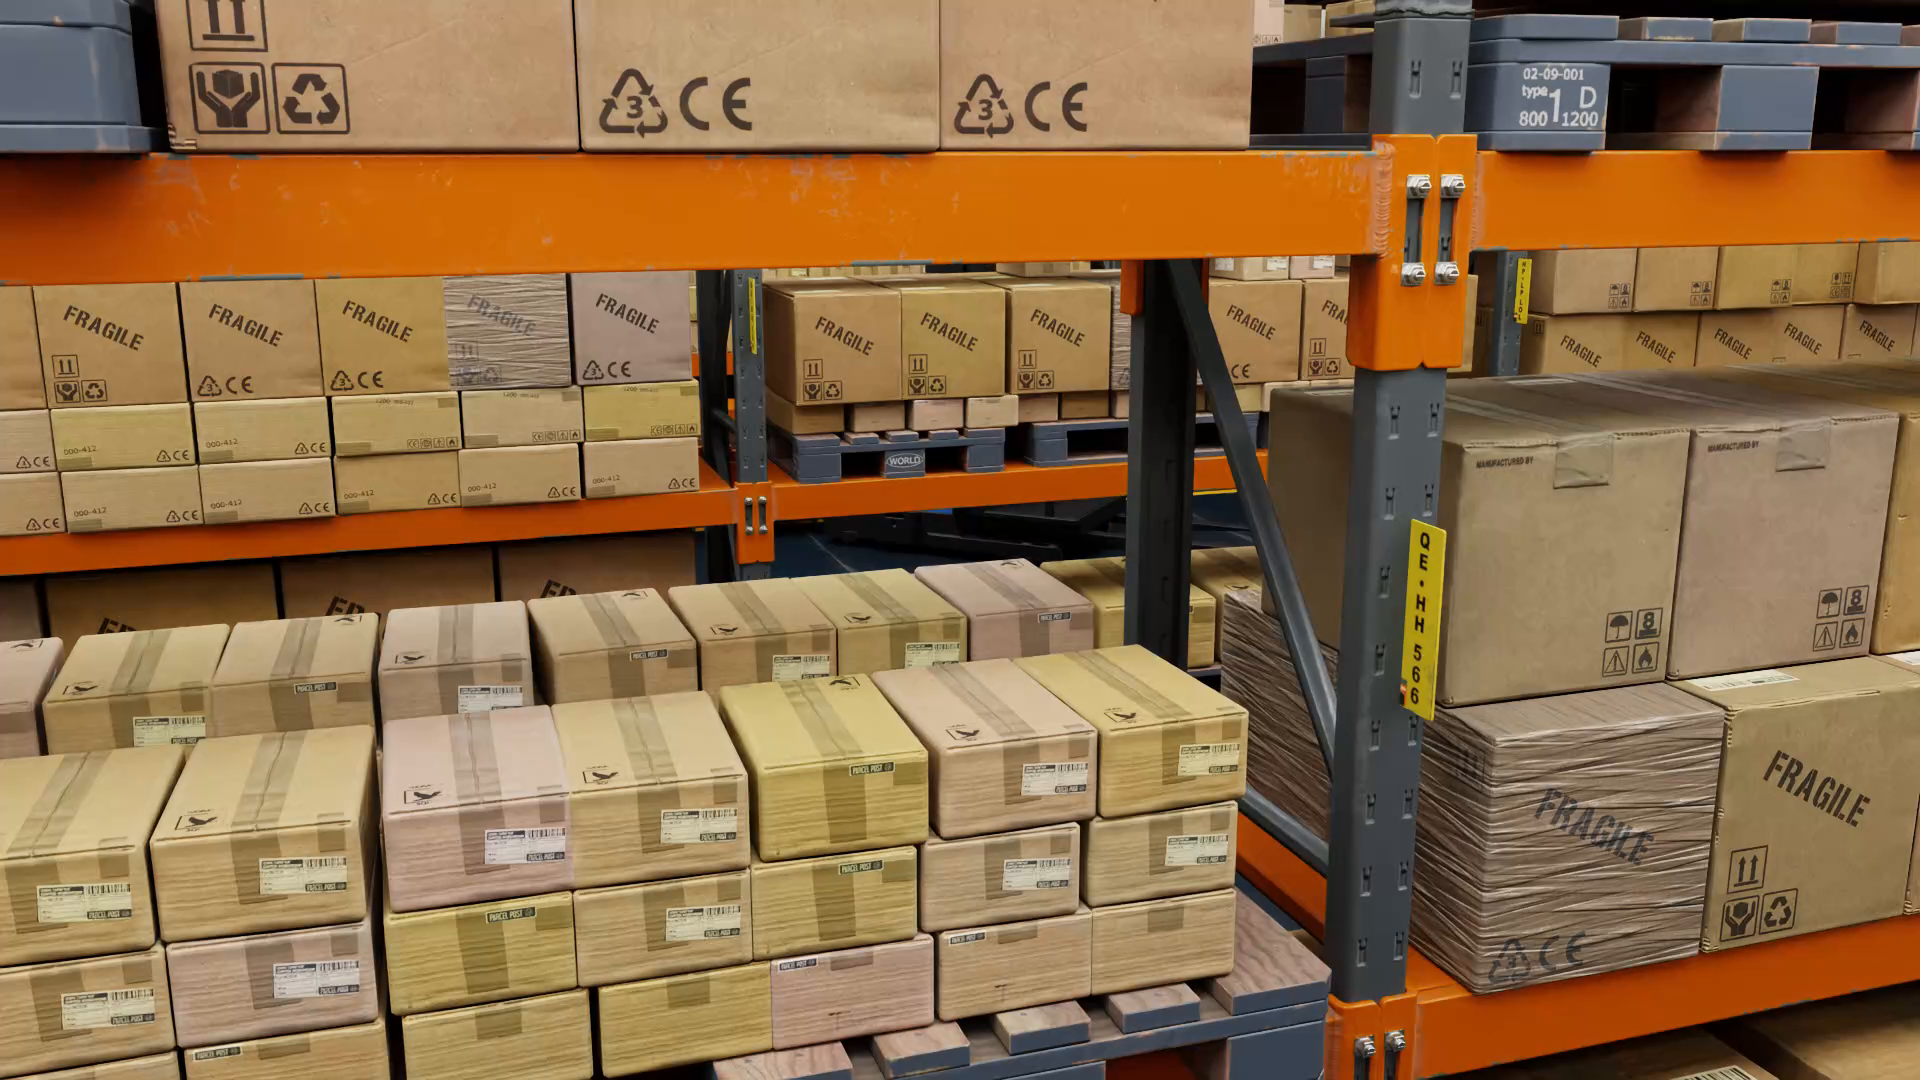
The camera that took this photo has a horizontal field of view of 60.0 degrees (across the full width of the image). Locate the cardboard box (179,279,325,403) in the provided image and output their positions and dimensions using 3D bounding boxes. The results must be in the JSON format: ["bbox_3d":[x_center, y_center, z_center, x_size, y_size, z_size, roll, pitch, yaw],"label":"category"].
[{"bbox_3d":[-2.933,-0.868,6.932,0.500,0.500,0.500,-5,14,-19],"label":"cardboard box"}]

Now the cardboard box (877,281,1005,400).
[{"bbox_3d":[-0.096,-0.959,7.925,0.500,0.500,0.500,-4,14,-15],"label":"cardboard box"}]

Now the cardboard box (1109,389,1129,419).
[{"bbox_3d":[0.826,-0.713,8.292,0.250,0.149,0.380,-4,14,-16],"label":"cardboard box"}]

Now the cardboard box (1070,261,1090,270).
[{"bbox_3d":[0.863,-2.213,13.345,0.250,0.149,0.380,-4,14,-16],"label":"cardboard box"}]

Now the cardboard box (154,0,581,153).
[{"bbox_3d":[-0.819,-0.795,2.304,0.500,0.500,0.500,-4,14,-18],"label":"cardboard box"}]

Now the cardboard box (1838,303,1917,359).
[{"bbox_3d":[5.116,-1.150,9.636,0.500,0.500,0.500,-5,14,-18],"label":"cardboard box"}]

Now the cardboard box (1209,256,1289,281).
[{"bbox_3d":[1.436,-1.384,8.313,0.250,0.149,0.380,-5,14,-20],"label":"cardboard box"}]

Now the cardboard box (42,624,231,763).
[{"bbox_3d":[-1.396,0.275,2.856,0.250,0.149,0.380,-5,14,-19],"label":"cardboard box"}]

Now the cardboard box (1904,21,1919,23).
[{"bbox_3d":[2.304,-1.209,3.332,0.500,0.311,0.500,-5,14,-19],"label":"cardboard box"}]

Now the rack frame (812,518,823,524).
[{"bbox_3d":[-1.040,-0.638,12.395,0.032,1.125,0.500,-5,14,-19],"label":"rack frame"}]

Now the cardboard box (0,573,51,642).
[{"bbox_3d":[-4.317,0.523,7.148,0.875,0.875,0.875,-4,14,-16],"label":"cardboard box"}]

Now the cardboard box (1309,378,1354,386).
[{"bbox_3d":[1.815,-0.775,8.554,0.250,0.149,0.380,-5,14,-19],"label":"cardboard box"}]

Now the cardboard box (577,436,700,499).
[{"bbox_3d":[-1.485,-0.372,7.547,0.500,0.250,0.500,-5,14,-20],"label":"cardboard box"}]

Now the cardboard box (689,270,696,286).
[{"bbox_3d":[-2.026,-1.970,12.326,0.250,0.149,0.380,-4,14,-17],"label":"cardboard box"}]

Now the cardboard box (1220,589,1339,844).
[{"bbox_3d":[0.928,0.399,3.769,0.500,0.500,0.500,-4,14,-18],"label":"cardboard box"}]

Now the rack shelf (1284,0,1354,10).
[{"bbox_3d":[3.012,-4.444,13.798,4.000,0.370,1.077,-4,14,-18],"label":"rack shelf"}]

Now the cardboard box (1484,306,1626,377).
[{"bbox_3d":[3.209,-0.999,9.000,0.500,0.500,0.500,-4,14,-18],"label":"cardboard box"}]

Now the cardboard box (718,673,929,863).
[{"bbox_3d":[-0.219,0.342,2.572,0.250,0.149,0.380,-4,14,-16],"label":"cardboard box"}]

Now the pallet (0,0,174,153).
[{"bbox_3d":[-1.604,-0.633,2.244,1.003,0.211,1.213,-4,14,-18],"label":"pallet"}]

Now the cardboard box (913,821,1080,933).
[{"bbox_3d":[0.011,0.469,2.681,0.250,0.149,0.380,-4,14,-16],"label":"cardboard box"}]

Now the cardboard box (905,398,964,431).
[{"bbox_3d":[-0.168,-0.628,7.935,0.250,0.149,0.380,-5,14,-22],"label":"cardboard box"}]

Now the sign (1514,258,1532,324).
[{"bbox_3d":[2.883,-1.276,8.522,0.005,0.325,0.100,-4,14,-18],"label":"sign"}]

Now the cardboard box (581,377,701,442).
[{"bbox_3d":[-1.466,-0.618,7.501,0.500,0.250,0.500,-5,14,-18],"label":"cardboard box"}]

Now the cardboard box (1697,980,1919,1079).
[{"bbox_3d":[2.020,1.339,3.985,0.750,0.750,1.050,-4,14,-17],"label":"cardboard box"}]

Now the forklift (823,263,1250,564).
[{"bbox_3d":[0.571,-1.365,11.549,3.031,2.935,1.130,6,15,24],"label":"forklift"}]

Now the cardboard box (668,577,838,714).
[{"bbox_3d":[-0.401,0.197,3.182,0.250,0.149,0.380,-5,14,-18],"label":"cardboard box"}]

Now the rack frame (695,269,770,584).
[{"bbox_3d":[-1.088,-0.539,7.926,0.127,3.000,1.000,-4,14,-18],"label":"rack frame"}]

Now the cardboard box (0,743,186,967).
[{"bbox_3d":[-1.205,0.419,2.250,0.250,0.149,0.380,-4,14,-16],"label":"cardboard box"}]

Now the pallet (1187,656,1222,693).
[{"bbox_3d":[0.807,0.671,8.864,1.213,0.211,1.003,-4,14,-18],"label":"pallet"}]

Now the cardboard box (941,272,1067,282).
[{"bbox_3d":[0.218,-1.109,8.557,0.500,0.500,0.500,-5,14,-22],"label":"cardboard box"}]

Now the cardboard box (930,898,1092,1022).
[{"bbox_3d":[0.029,0.613,2.721,0.250,0.149,0.380,-4,14,-18],"label":"cardboard box"}]

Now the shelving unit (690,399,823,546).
[{"bbox_3d":[-1.519,-0.599,12.231,1.048,1.125,0.538,-5,14,-19],"label":"shelving unit"}]

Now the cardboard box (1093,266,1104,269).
[{"bbox_3d":[1.456,-2.063,14.119,0.500,0.500,0.500,-5,14,-18],"label":"cardboard box"}]

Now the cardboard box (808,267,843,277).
[{"bbox_3d":[-1.059,-2.048,12.652,0.250,0.149,0.380,-4,14,-17],"label":"cardboard box"}]

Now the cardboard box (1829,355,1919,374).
[{"bbox_3d":[2.464,-0.140,3.874,0.500,0.500,0.700,-5,14,-19],"label":"cardboard box"}]

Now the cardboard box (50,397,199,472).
[{"bbox_3d":[-3.400,-0.460,6.840,0.500,0.250,0.500,-4,14,-17],"label":"cardboard box"}]

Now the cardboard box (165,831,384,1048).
[{"bbox_3d":[-0.959,0.545,2.363,0.250,0.149,0.380,-4,14,-17],"label":"cardboard box"}]

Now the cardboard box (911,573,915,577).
[{"bbox_3d":[0.147,0.440,8.584,0.625,0.372,0.950,-5,14,-19],"label":"cardboard box"}]

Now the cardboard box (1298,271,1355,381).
[{"bbox_3d":[1.869,-1.110,8.562,0.500,0.500,0.500,-4,14,-18],"label":"cardboard box"}]

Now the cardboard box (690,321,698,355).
[{"bbox_3d":[-2.176,-1.533,12.431,0.500,0.250,0.500,-4,14,-18],"label":"cardboard box"}]

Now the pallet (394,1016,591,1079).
[{"bbox_3d":[-1.277,0.788,2.763,1.213,0.211,1.003,-4,14,-18],"label":"pallet"}]

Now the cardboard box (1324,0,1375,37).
[{"bbox_3d":[2.194,-2.597,8.433,0.500,0.250,0.500,-4,14,-17],"label":"cardboard box"}]

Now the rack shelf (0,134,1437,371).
[{"bbox_3d":[-1.309,-0.422,2.508,4.000,0.370,1.077,-4,14,-18],"label":"rack shelf"}]

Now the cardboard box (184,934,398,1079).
[{"bbox_3d":[-0.952,0.688,2.403,0.250,0.149,0.380,-4,14,-16],"label":"cardboard box"}]

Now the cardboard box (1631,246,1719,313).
[{"bbox_3d":[3.680,-1.532,9.080,0.500,0.500,0.700,-4,14,-18],"label":"cardboard box"}]

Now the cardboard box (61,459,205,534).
[{"bbox_3d":[-3.397,-0.218,6.901,0.500,0.250,0.500,-5,14,-19],"label":"cardboard box"}]
